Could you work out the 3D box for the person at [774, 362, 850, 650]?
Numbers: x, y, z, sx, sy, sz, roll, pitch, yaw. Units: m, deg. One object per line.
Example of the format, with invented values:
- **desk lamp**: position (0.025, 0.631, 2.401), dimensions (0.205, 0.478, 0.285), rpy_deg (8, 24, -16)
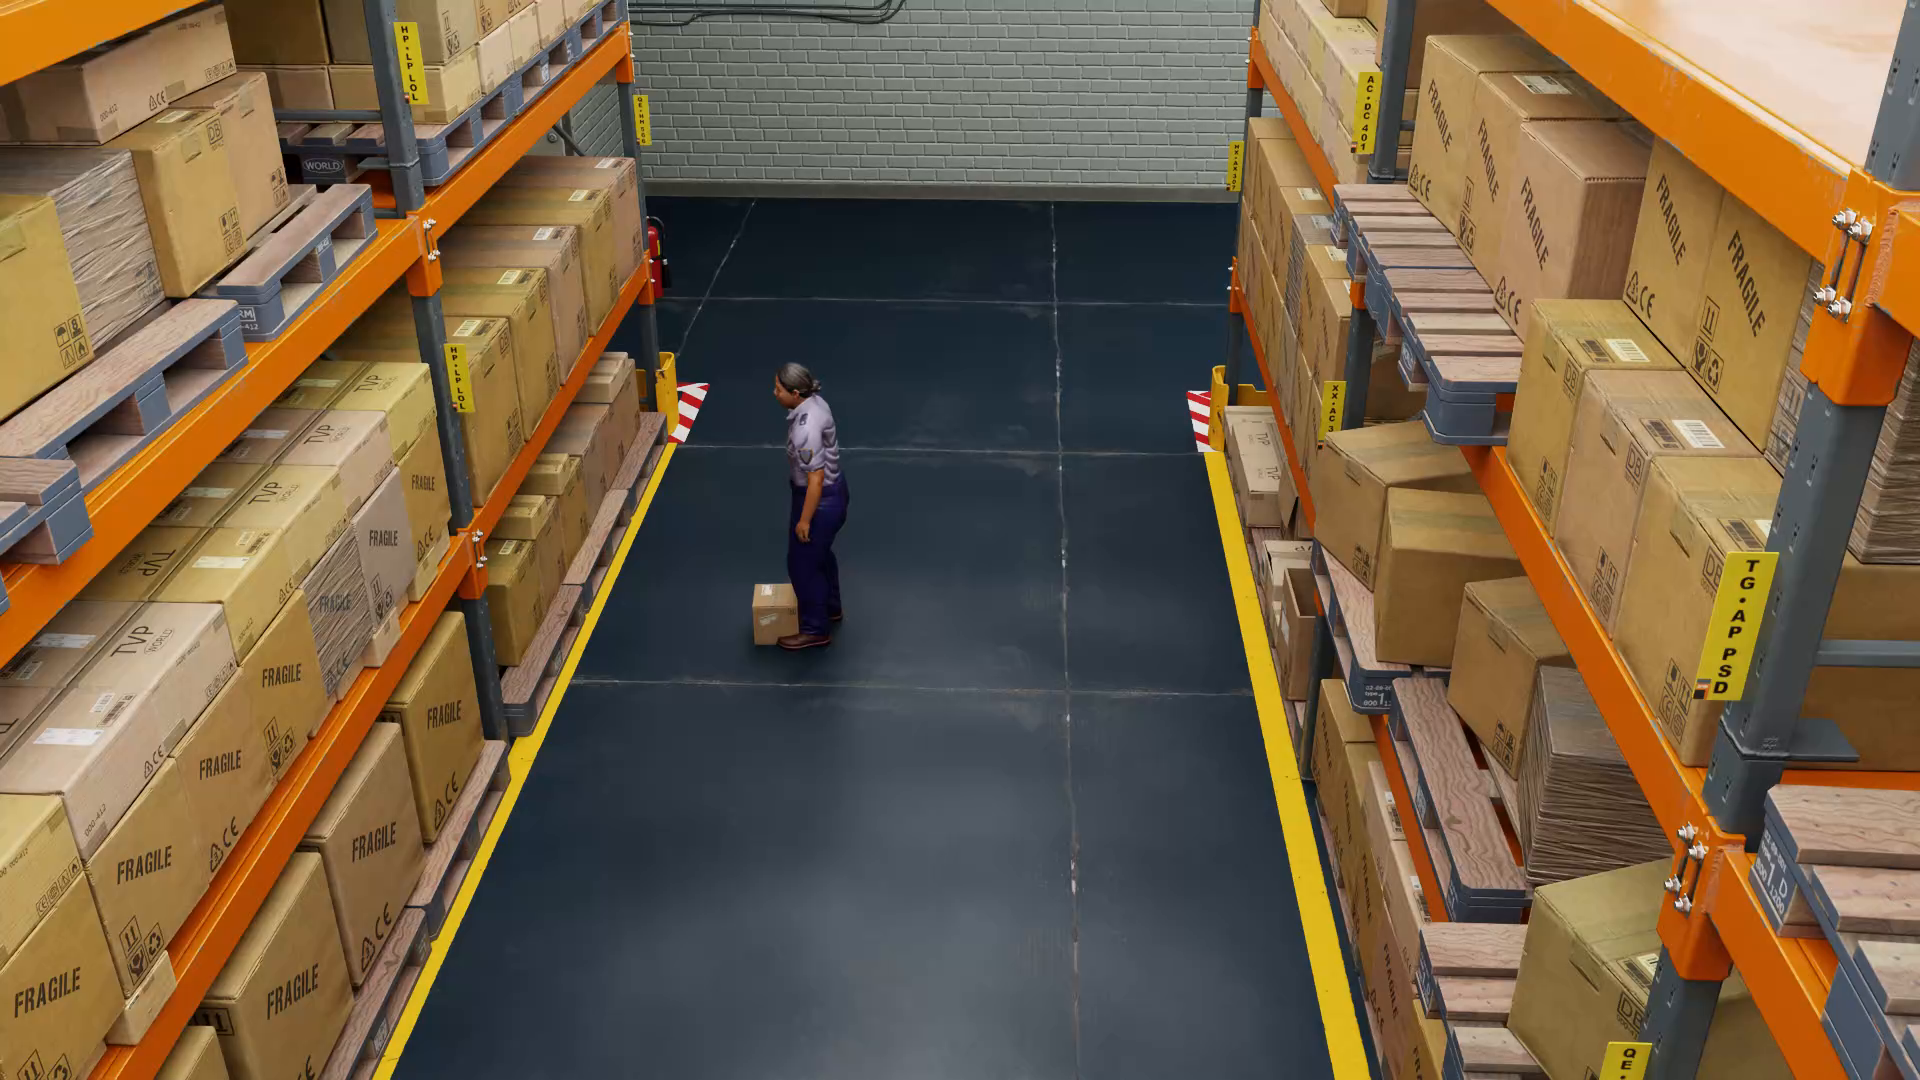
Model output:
- **person**: position (-0.813, -0.194, 9.008), dimensions (0.415, 1.637, 0.550), rpy_deg (1, 28, 1)
